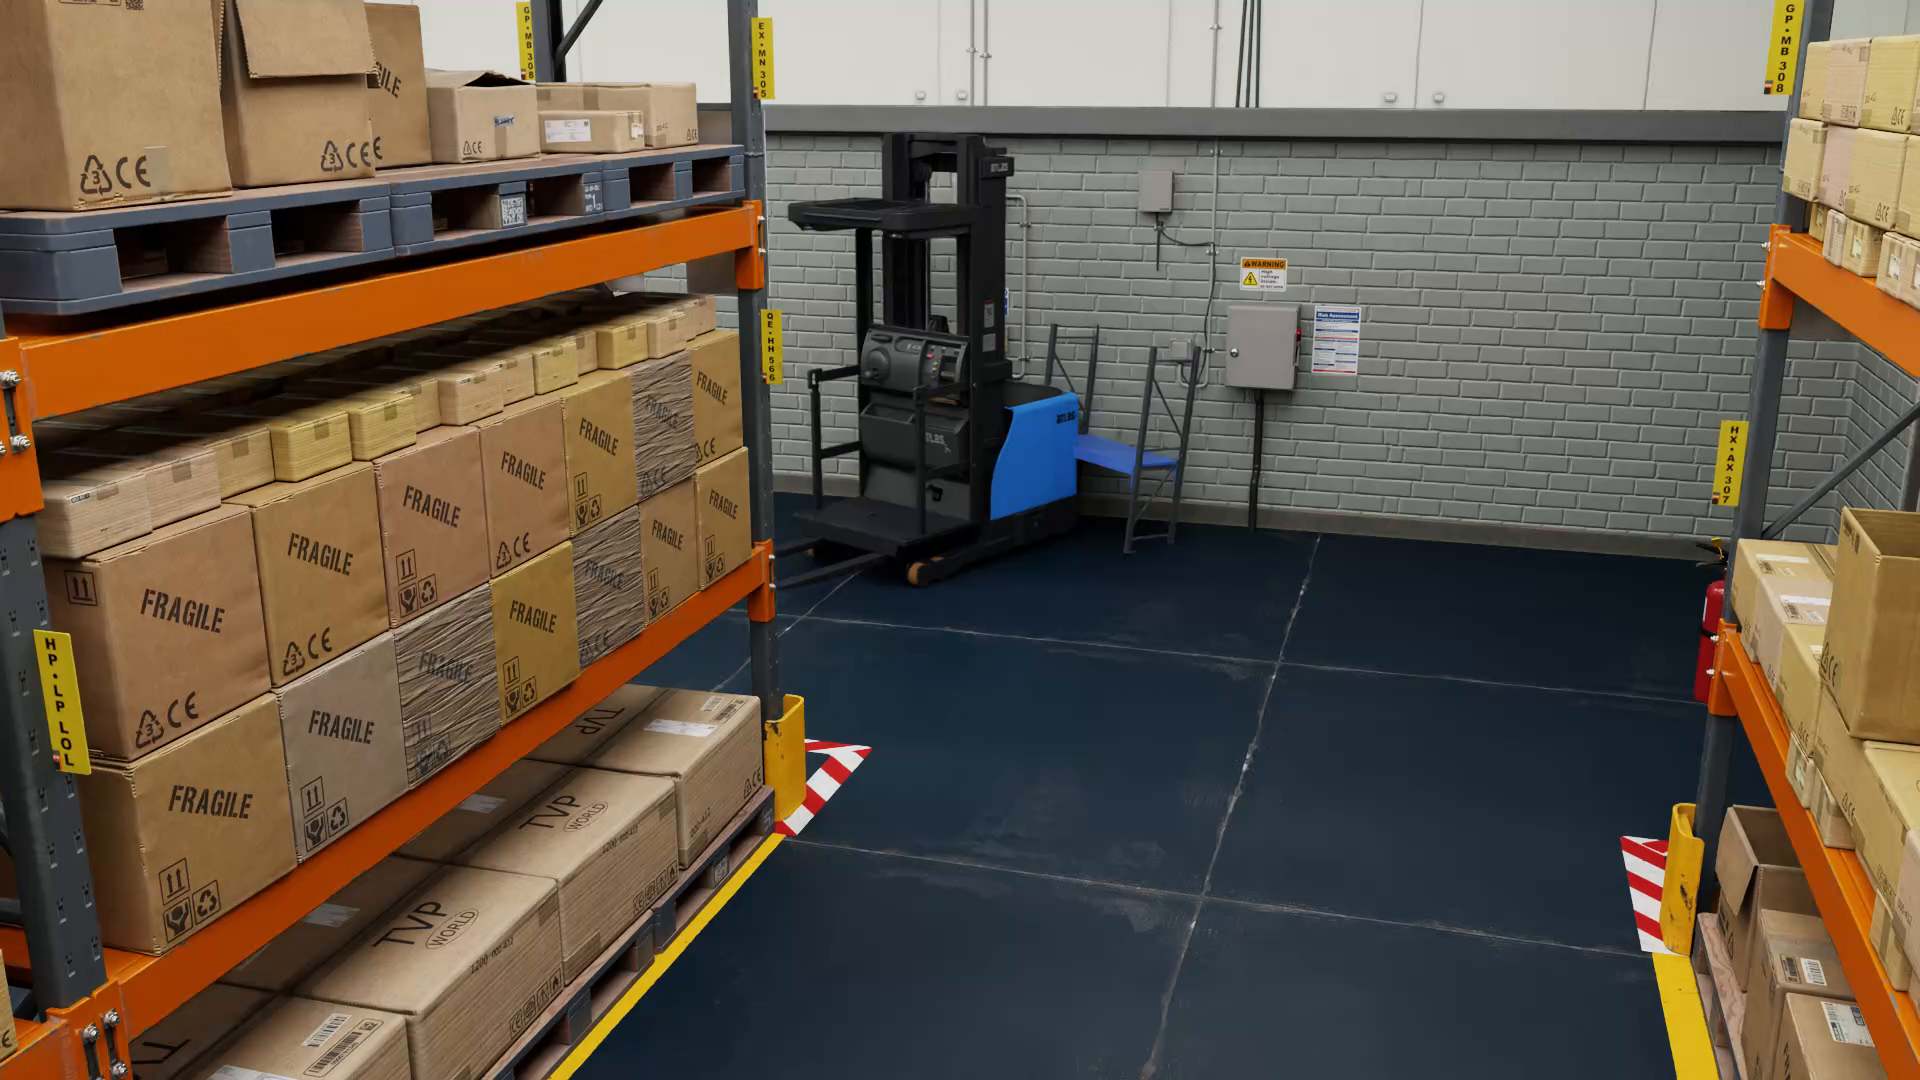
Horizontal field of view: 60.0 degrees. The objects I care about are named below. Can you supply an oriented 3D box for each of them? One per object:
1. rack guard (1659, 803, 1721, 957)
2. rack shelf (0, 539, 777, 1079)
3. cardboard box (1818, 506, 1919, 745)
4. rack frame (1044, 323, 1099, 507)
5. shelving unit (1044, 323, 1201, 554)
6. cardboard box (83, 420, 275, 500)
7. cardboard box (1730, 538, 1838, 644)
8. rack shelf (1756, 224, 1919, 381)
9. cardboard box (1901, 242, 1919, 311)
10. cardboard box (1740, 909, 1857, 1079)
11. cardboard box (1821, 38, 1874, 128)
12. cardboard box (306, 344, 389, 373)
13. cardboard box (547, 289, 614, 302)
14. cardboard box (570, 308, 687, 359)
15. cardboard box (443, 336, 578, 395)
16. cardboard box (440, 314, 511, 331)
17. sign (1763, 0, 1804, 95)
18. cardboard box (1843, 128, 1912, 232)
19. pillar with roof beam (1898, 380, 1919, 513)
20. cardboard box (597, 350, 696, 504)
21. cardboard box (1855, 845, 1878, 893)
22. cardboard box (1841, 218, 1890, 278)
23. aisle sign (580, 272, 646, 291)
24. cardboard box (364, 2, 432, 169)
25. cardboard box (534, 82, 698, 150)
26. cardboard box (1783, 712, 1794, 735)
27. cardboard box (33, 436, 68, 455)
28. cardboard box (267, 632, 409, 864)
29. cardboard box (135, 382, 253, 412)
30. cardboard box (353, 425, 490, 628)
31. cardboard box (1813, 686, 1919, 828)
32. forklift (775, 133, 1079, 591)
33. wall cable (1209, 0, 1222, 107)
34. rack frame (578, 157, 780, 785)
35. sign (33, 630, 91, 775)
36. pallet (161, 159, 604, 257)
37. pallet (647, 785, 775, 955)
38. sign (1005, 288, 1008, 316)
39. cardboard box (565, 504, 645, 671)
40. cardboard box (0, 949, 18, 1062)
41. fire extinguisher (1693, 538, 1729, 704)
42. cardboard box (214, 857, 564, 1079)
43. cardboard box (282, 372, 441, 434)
[{"bbox_3d":[3.402,1.393,6.503,1.175,0.500,0.348,5,16,16],"label":"rack guard"},{"bbox_3d":[-1.905,0.656,5.839,1.077,0.370,4.000,5,16,16],"label":"rack shelf"},{"bbox_3d":[2.610,0.229,4.381,0.500,0.500,0.500,5,17,17],"label":"cardboard box"},{"bbox_3d":[0.798,-0.901,12.668,0.500,1.500,0.032,-6,18,-40],"label":"rack frame"},{"bbox_3d":[1.124,-0.773,12.300,0.538,1.500,1.048,-6,18,-40],"label":"shelving unit"},{"bbox_3d":[-2.045,-0.209,4.366,0.380,0.149,0.250,4,16,15],"label":"cardboard box"},{"bbox_3d":[3.036,0.197,5.867,0.500,0.250,0.500,5,17,16],"label":"cardboard box"},{"bbox_3d":[2.855,-0.403,4.076,1.077,0.370,4.000,5,16,16],"label":"rack shelf"},{"bbox_3d":[2.515,-0.627,4.008,0.380,0.149,0.250,5,17,17],"label":"cardboard box"},{"bbox_3d":[2.878,1.544,5.199,0.700,0.500,0.500,5,17,18],"label":"cardboard box"},{"bbox_3d":[2.894,-1.356,4.929,0.500,0.250,0.500,5,16,15],"label":"cardboard box"},{"bbox_3d":[-2.184,-0.581,5.676,0.380,0.149,0.250,4,16,15],"label":"cardboard box"},{"bbox_3d":[-1.703,-0.983,7.095,0.380,0.149,0.250,5,17,17],"label":"cardboard box"},{"bbox_3d":[-1.289,-0.803,6.459,0.380,0.149,0.250,4,16,15],"label":"cardboard box"},{"bbox_3d":[-1.557,-0.607,5.769,0.380,0.149,0.250,5,17,17],"label":"cardboard box"},{"bbox_3d":[-1.951,-0.780,6.378,0.380,0.149,0.250,4,16,14],"label":"cardboard box"},{"bbox_3d":[2.903,-1.735,5.851,0.100,0.325,0.005,5,16,16],"label":"sign"},{"bbox_3d":[2.753,-0.981,4.525,0.500,0.250,0.500,4,16,14],"label":"cardboard box"},{"bbox_3d":[0.926,-3.685,8.831,9.100,9.000,0.400,5,16,16],"label":"pillar with roof beam"},{"bbox_3d":[-1.366,-0.459,6.435,0.500,0.500,0.500,5,16,16],"label":"cardboard box"},{"bbox_3d":[2.591,0.832,4.358,0.380,0.149,0.250,5,16,16],"label":"cardboard box"},{"bbox_3d":[2.734,-0.824,4.700,0.380,0.149,0.250,5,16,16],"label":"cardboard box"},{"bbox_3d":[-1.594,-1.506,7.376,0.394,0.787,0.004,5,16,16],"label":"aisle sign"},{"bbox_3d":[-2.054,-1.439,5.273,0.500,0.500,0.500,5,17,17],"label":"cardboard box"},{"bbox_3d":[-1.378,-1.710,6.686,0.500,0.250,0.500,3,16,11],"label":"cardboard box"},{"bbox_3d":[2.867,0.559,5.322,0.380,0.149,0.250,5,17,18],"label":"cardboard box"},{"bbox_3d":[-2.512,-0.174,4.242,0.380,0.149,0.250,5,17,17],"label":"cardboard box"},{"bbox_3d":[-1.942,0.551,4.706,0.500,0.500,0.500,5,17,16],"label":"cardboard box"},{"bbox_3d":[-2.341,-0.374,4.948,0.380,0.149,0.250,4,16,15],"label":"cardboard box"},{"bbox_3d":[-1.800,-0.067,5.052,0.500,0.500,0.500,5,17,17],"label":"cardboard box"},{"bbox_3d":[2.627,0.597,4.456,0.500,0.250,0.500,4,16,14],"label":"cardboard box"},{"bbox_3d":[-0.460,-1.247,11.356,1.130,2.935,3.031,13,21,39],"label":"forklift"},{"bbox_3d":[0.730,-4.551,11.882,2.355,3.000,0.029,5,16,16],"label":"wall cable"},{"bbox_3d":[-1.337,-0.214,7.585,1.000,3.000,0.127,5,16,16],"label":"rack frame"},{"bbox_3d":[-1.951,0.354,3.609,0.100,0.325,0.005,5,16,16],"label":"sign"},{"bbox_3d":[-1.882,-1.099,5.372,1.003,0.211,1.213,5,16,16],"label":"pallet"},{"bbox_3d":[-1.489,1.343,7.207,1.003,0.211,1.213,5,16,16],"label":"pallet"},{"bbox_3d":[0.214,-1.840,12.825,0.327,0.218,0.001,5,16,16],"label":"sign"},{"bbox_3d":[-1.514,0.151,6.118,0.500,0.500,0.500,5,17,17],"label":"cardboard box"},{"bbox_3d":[-2.359,1.042,3.433,0.500,0.250,0.500,4,16,15],"label":"cardboard box"},{"bbox_3d":[3.022,0.313,6.555,0.296,0.674,0.183,5,16,16],"label":"fire extinguisher"},{"bbox_3d":[-1.938,1.473,5.564,0.875,0.438,0.875,4,16,14],"label":"cardboard box"},{"bbox_3d":[-1.820,-0.409,5.069,0.380,0.149,0.250,5,16,16],"label":"cardboard box"}]
